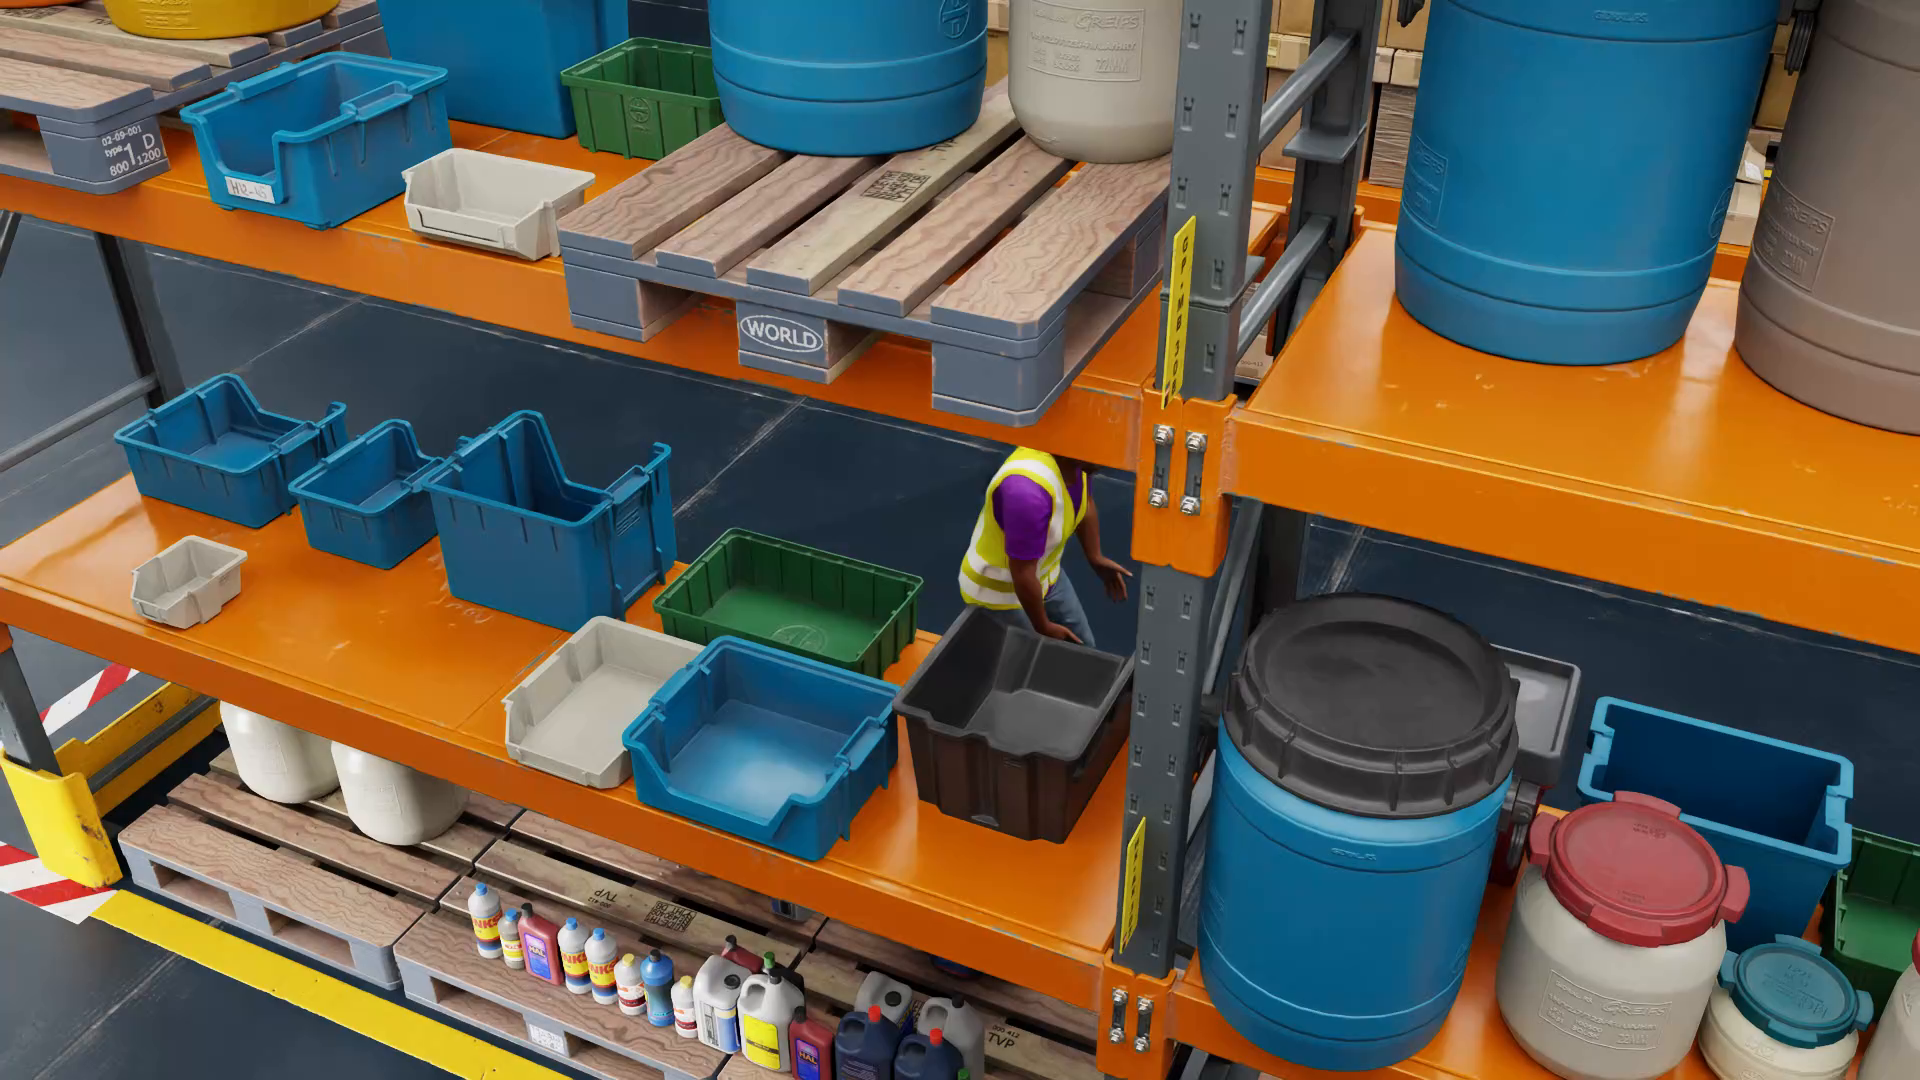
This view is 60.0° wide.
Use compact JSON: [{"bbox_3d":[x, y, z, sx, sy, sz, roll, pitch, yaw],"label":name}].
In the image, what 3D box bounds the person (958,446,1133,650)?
[{"bbox_3d":[0.316,0.168,5.993,0.577,1.628,0.613,15,36,22],"label":"person"}]
